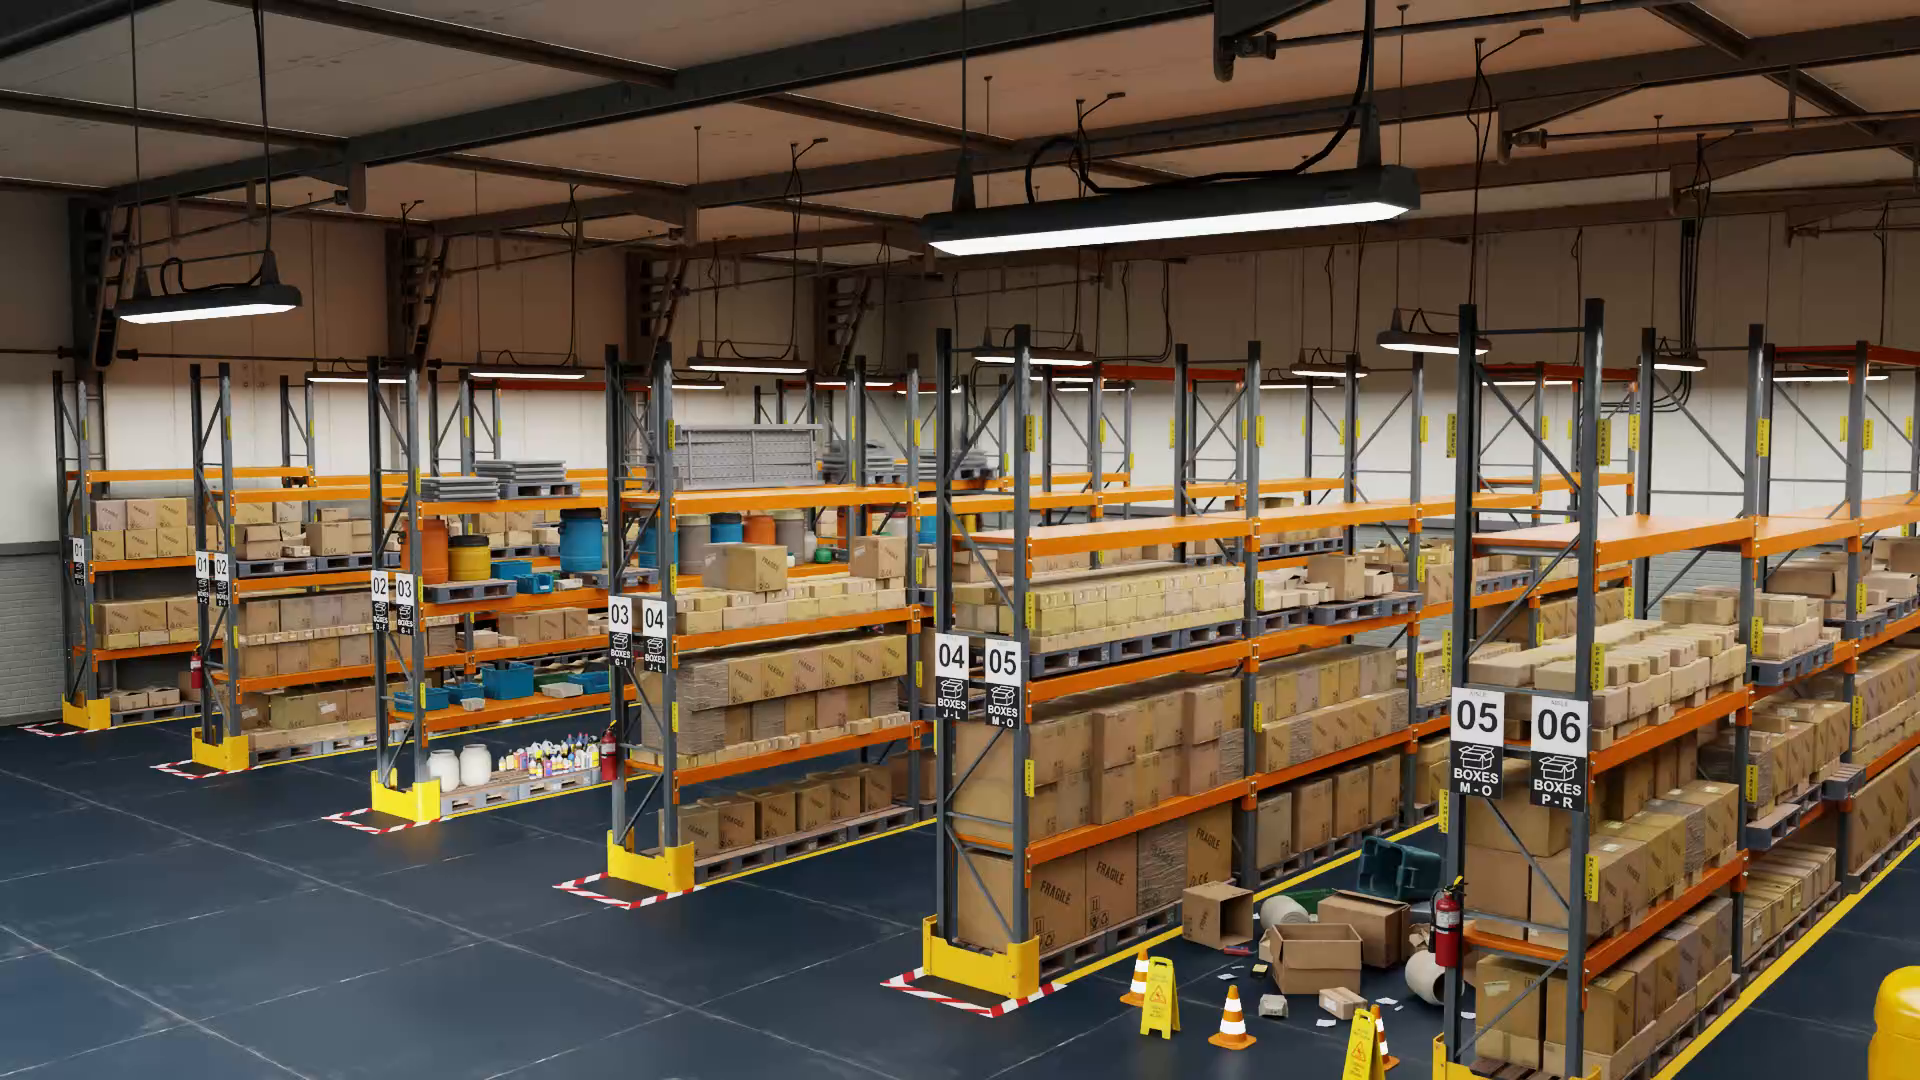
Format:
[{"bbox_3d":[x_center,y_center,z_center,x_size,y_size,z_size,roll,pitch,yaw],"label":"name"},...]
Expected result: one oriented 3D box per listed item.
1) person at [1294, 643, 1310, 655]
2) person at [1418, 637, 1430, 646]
[{"bbox_3d":[5.367,2.407,26.107,0.680,1.750,0.626,3,5,32],"label":"person"},{"bbox_3d":[7.363,2.432,26.575,0.646,1.615,0.606,4,6,44],"label":"person"}]
